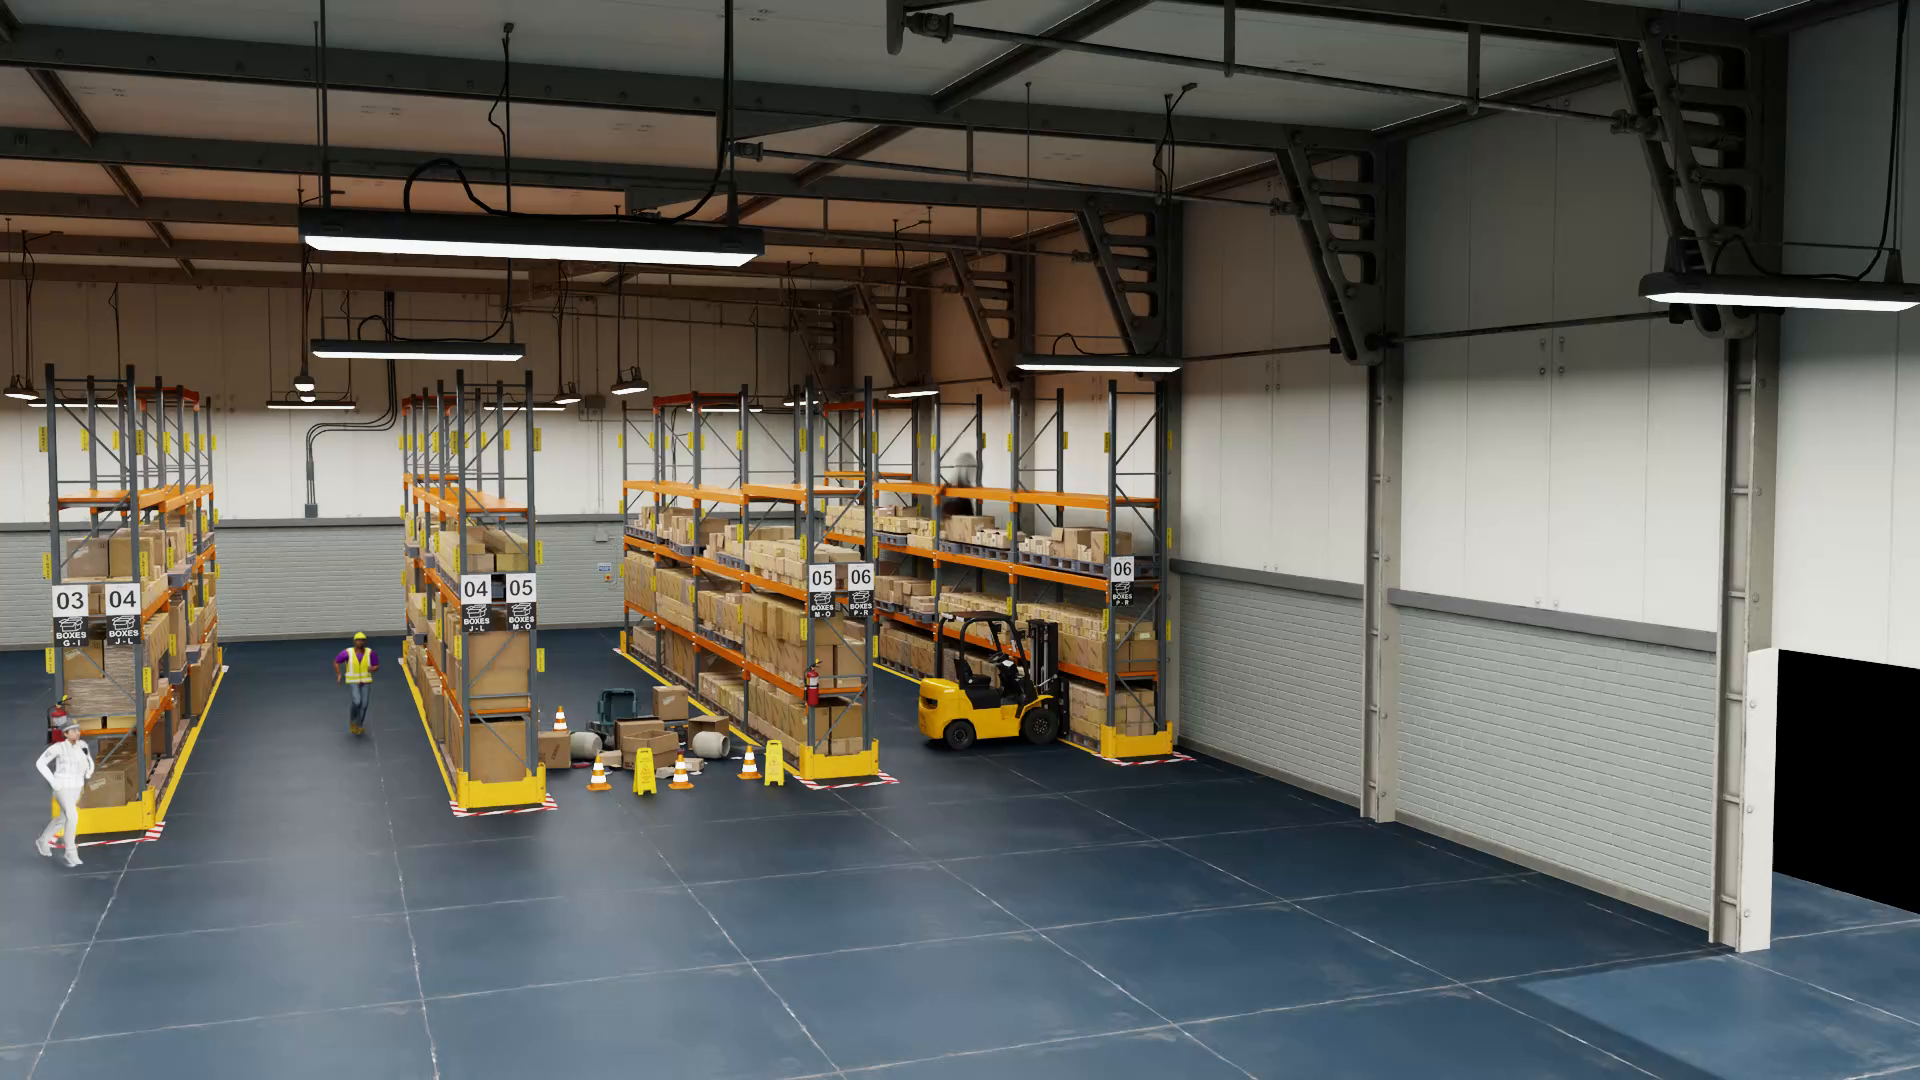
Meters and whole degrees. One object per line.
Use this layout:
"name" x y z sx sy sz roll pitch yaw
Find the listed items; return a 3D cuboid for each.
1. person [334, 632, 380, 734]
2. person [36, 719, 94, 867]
"person" -10.290 2.453 28.488 0.692 1.741 0.660 -2 4 -34
"person" -10.718 2.991 19.946 0.788 1.732 0.618 1 4 19
